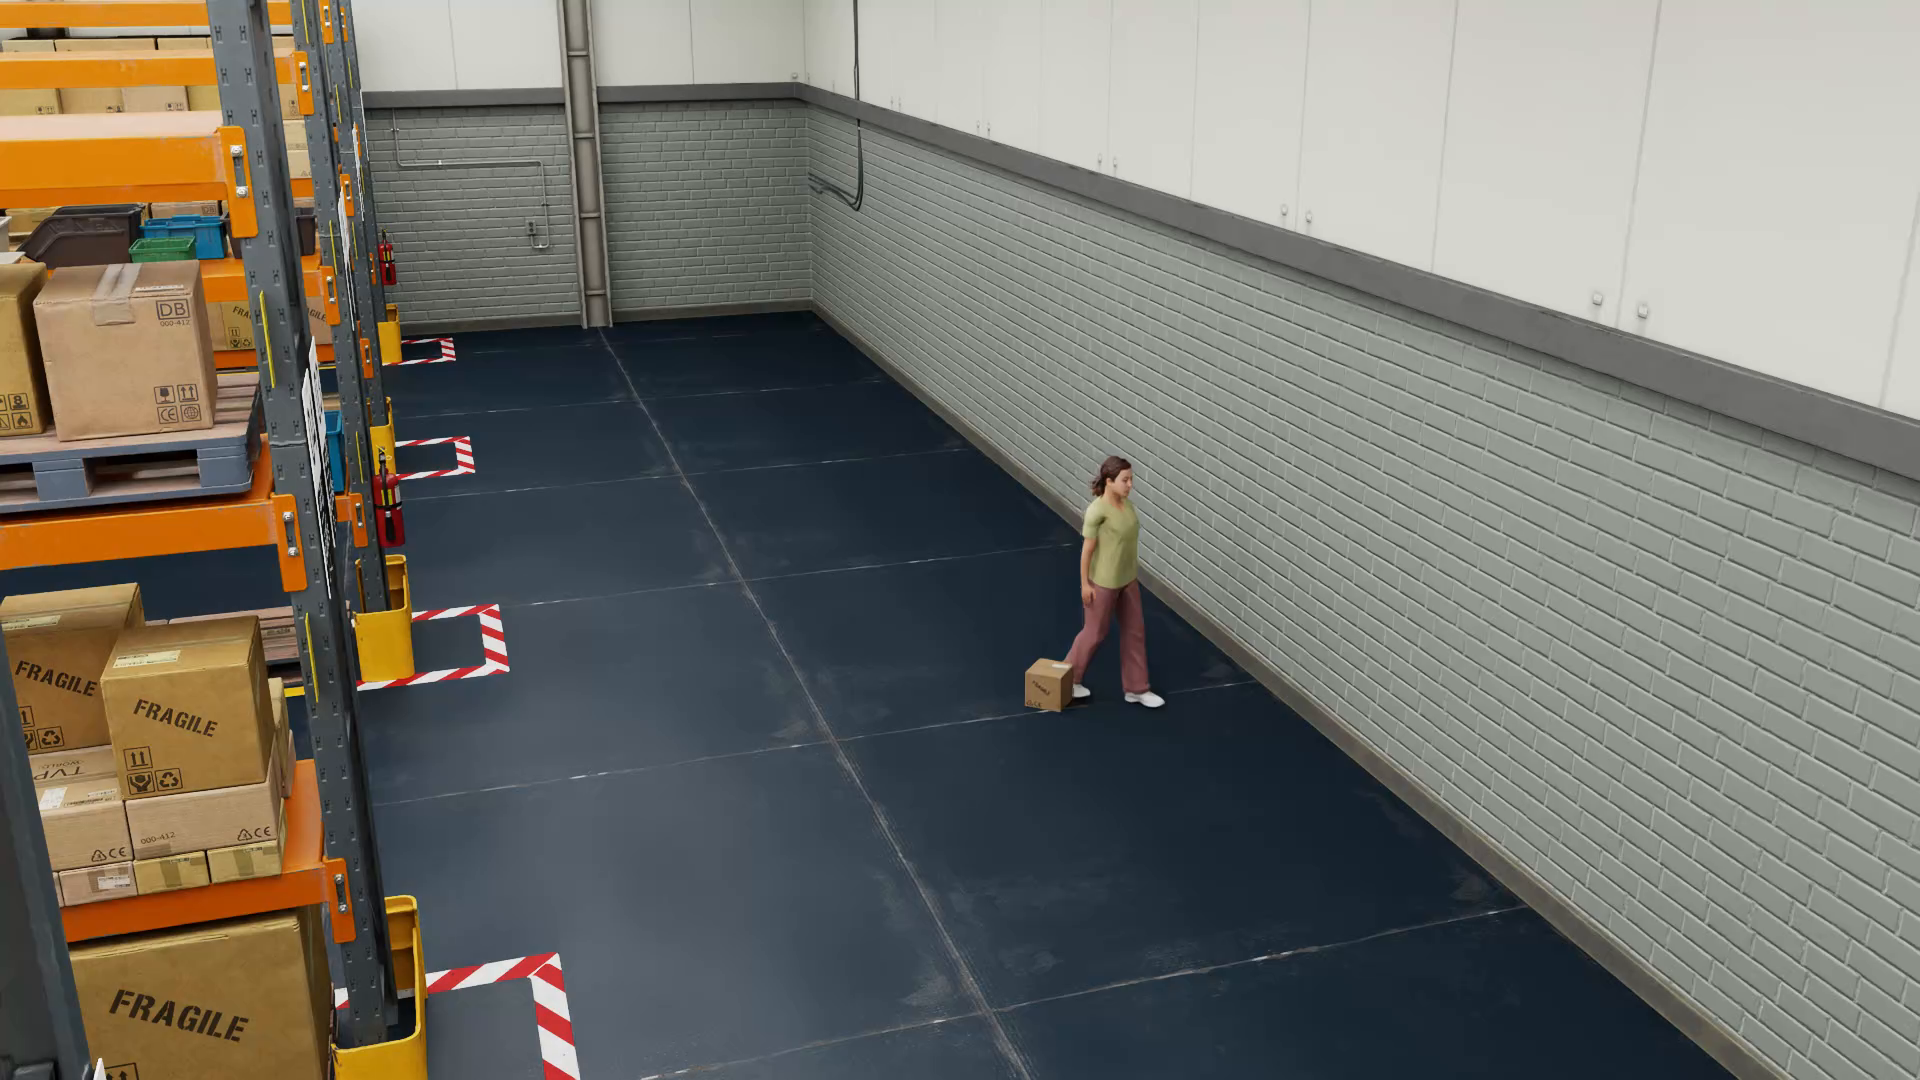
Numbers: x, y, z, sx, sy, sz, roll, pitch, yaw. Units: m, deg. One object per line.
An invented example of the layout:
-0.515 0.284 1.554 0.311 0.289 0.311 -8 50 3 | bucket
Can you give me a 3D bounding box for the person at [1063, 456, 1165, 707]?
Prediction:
1.003 0.272 10.777 0.735 1.662 0.457 17 25 39 | person
